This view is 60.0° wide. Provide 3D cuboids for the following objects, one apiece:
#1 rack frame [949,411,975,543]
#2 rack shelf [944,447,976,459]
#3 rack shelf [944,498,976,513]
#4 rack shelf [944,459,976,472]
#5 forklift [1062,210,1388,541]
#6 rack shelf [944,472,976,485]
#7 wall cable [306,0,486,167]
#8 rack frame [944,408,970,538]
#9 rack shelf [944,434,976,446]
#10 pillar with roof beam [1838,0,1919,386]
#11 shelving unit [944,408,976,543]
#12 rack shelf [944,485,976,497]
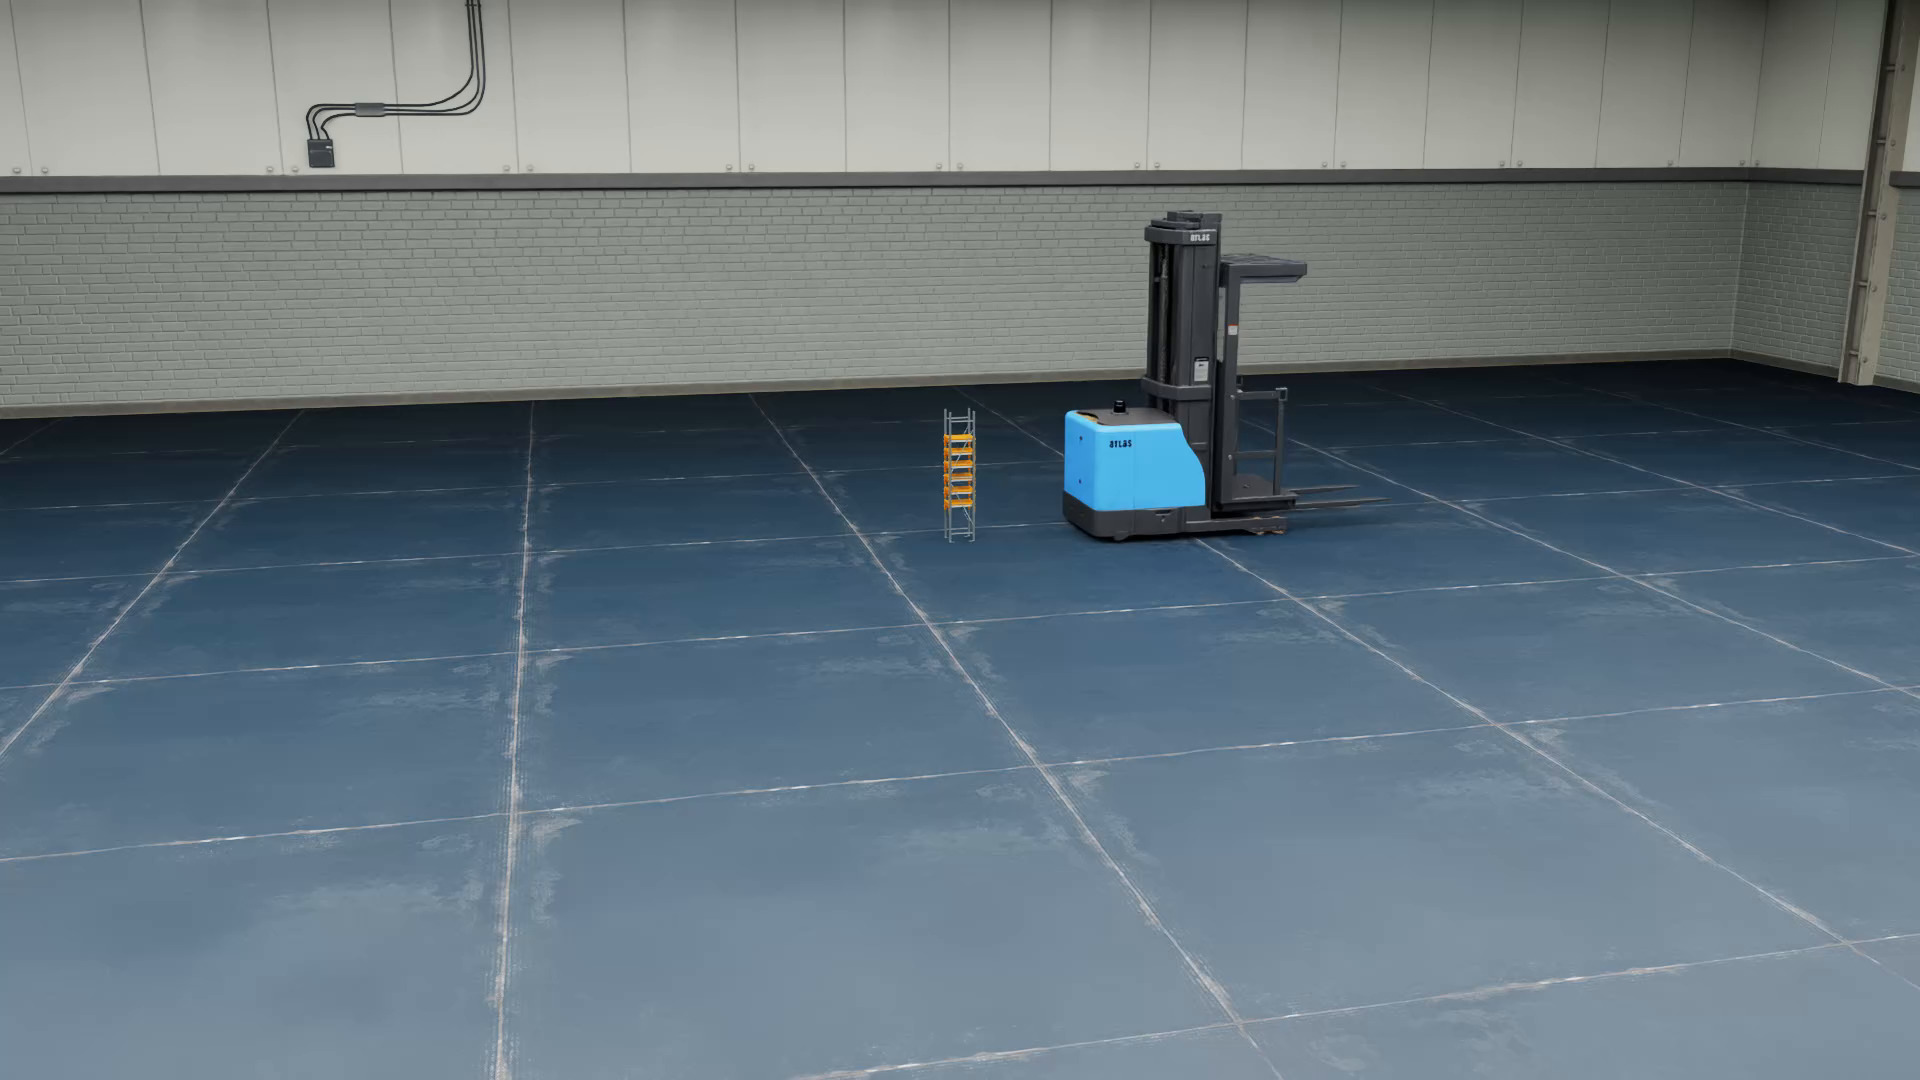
[{"bbox_3d":[0.018,-0.565,15.035,0.240,1.200,0.006,-3,14,-13],"label":"rack frame"},{"bbox_3d":[-0.003,-0.776,15.075,0.258,0.103,0.180,-3,14,-13],"label":"rack shelf"},{"bbox_3d":[-0.003,-0.310,15.189,0.258,0.103,0.180,-3,14,-13],"label":"rack shelf"},{"bbox_3d":[-0.003,-0.660,15.103,0.258,0.103,0.180,-3,14,-13],"label":"rack shelf"},{"bbox_3d":[2.557,-1.586,15.568,3.031,2.935,1.130,-4,14,-14],"label":"forklift"},{"bbox_3d":[-0.003,-0.543,15.132,0.258,0.103,0.180,-3,14,-13],"label":"rack shelf"},{"bbox_3d":[-7.423,-7.885,21.398,2.305,6.003,0.169,-3,14,-13],"label":"wall cable"},{"bbox_3d":[-0.025,-0.607,15.208,0.240,1.200,0.006,-3,14,-13],"label":"rack frame"},{"bbox_3d":[-0.003,-0.893,15.046,0.258,0.103,0.180,-3,14,-13],"label":"rack shelf"},{"bbox_3d":[9.187,-6.470,22.772,9.100,9.000,0.400,-3,14,-13],"label":"pillar with roof beam"},{"bbox_3d":[-0.003,-0.586,15.121,0.258,1.200,0.189,-3,14,-13],"label":"shelving unit"},{"bbox_3d":[-0.003,-0.426,15.160,0.258,0.103,0.180,-3,14,-13],"label":"rack shelf"}]
